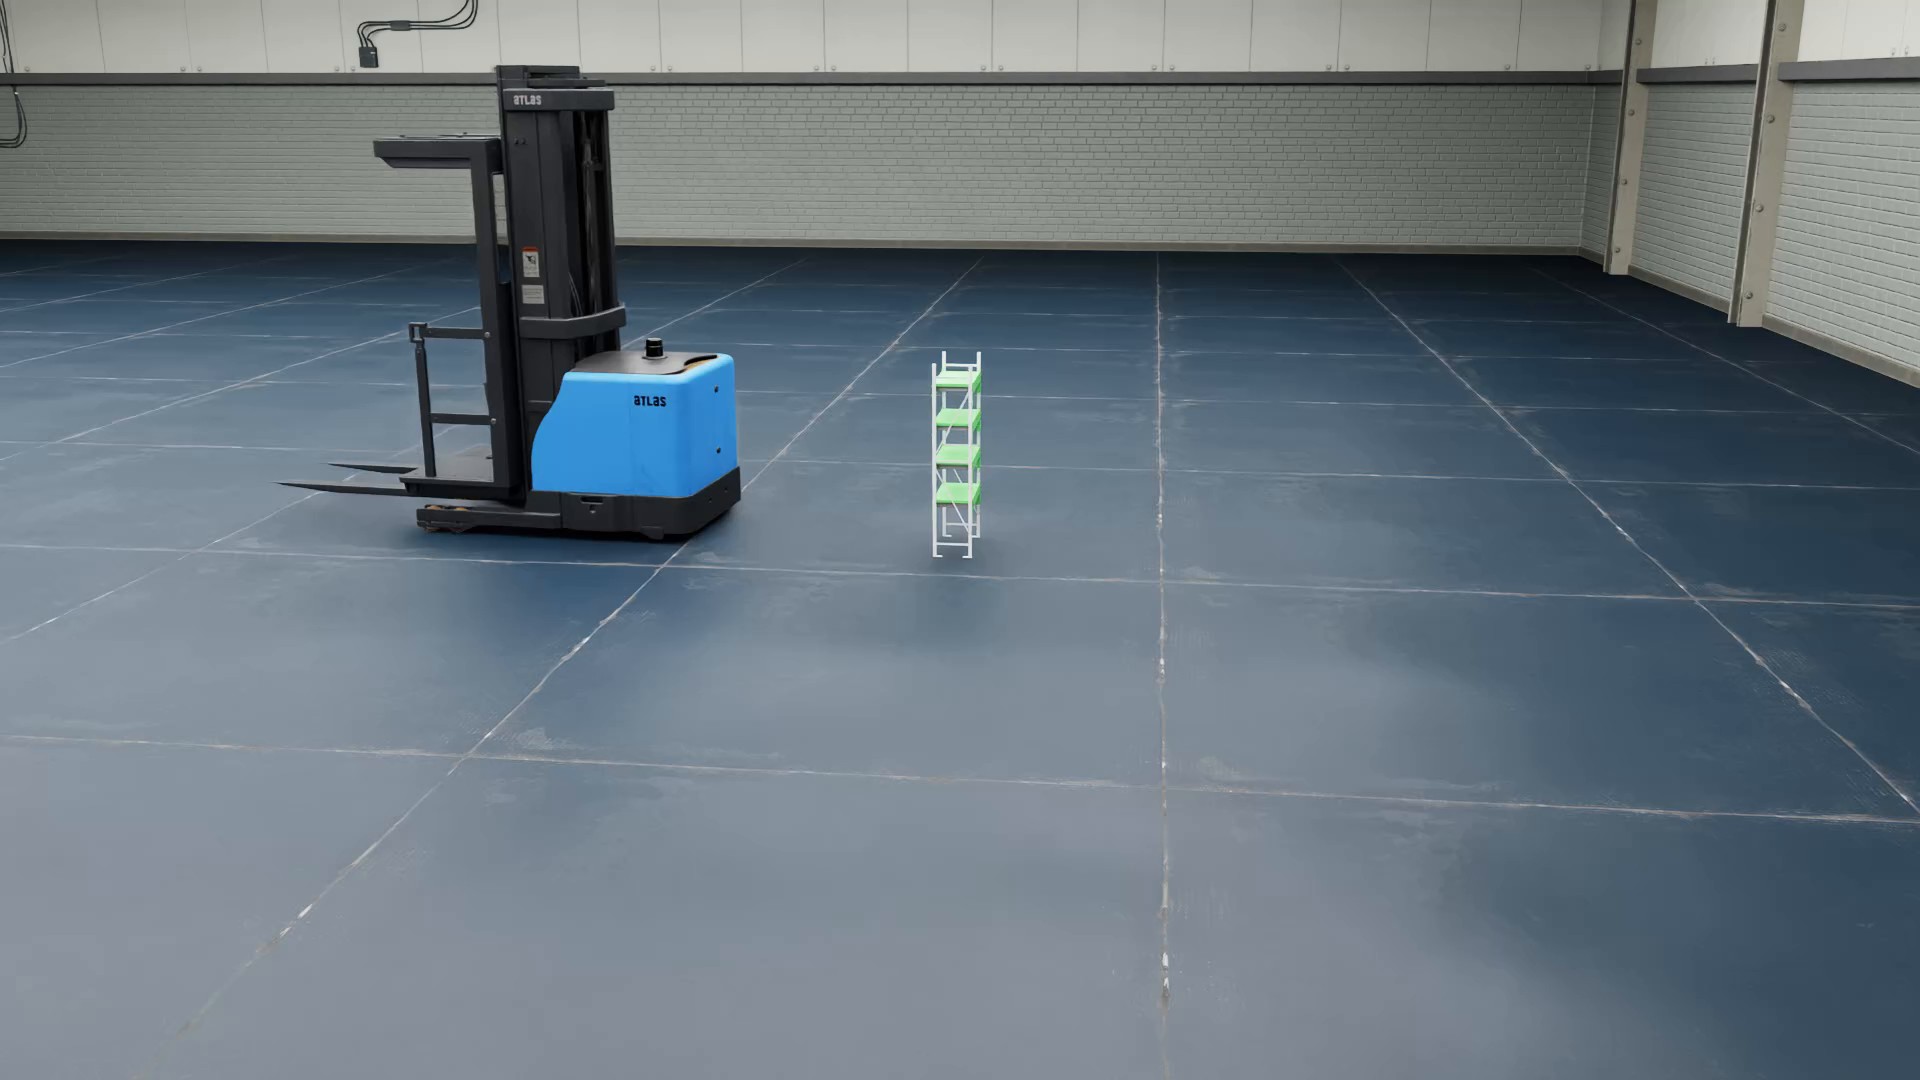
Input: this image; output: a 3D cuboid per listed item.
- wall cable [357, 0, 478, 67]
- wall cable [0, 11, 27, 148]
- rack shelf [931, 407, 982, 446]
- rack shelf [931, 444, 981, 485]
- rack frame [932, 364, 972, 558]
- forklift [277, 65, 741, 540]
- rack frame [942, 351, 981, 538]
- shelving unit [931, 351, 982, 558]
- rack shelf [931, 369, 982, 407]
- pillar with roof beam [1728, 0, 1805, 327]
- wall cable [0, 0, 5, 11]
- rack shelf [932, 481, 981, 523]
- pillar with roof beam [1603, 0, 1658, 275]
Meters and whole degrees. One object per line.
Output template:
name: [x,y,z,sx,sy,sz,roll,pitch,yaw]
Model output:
wall cable: [-9.871,-11.564,29.672,2.305,6.003,0.169,2,15,6]
wall cable: [-19.302,-8.707,31.571,3.097,2.526,0.112,2,15,6]
rack shelf: [-0.019,-0.706,10.301,0.258,0.148,0.480,2,15,6]
rack shelf: [-0.019,-0.475,10.363,0.258,0.148,0.480,2,15,6]
rack frame: [-0.046,-0.473,10.113,0.240,1.200,0.015,2,15,6]
forklift: [-3.074,-1.591,10.930,3.031,2.935,1.130,3,15,12]
rack frame: [0.009,-0.600,10.581,0.240,1.200,0.015,2,15,6]
shelving unit: [-0.019,-0.536,10.347,0.258,1.200,0.503,2,15,6]
rack shelf: [-0.019,-0.938,10.238,0.258,0.148,0.480,2,15,6]
pillar with roof beam: [5.396,-7.123,19.766,9.100,9.000,0.400,2,15,6]
wall cable: [-16.614,-11.065,30.617,3.097,2.526,0.112,2,15,6]
rack shelf: [-0.019,-0.243,10.426,0.258,0.148,0.480,2,15,6]
pillar with roof beam: [6.073,-8.680,25.521,9.100,9.000,0.400,2,15,6]
